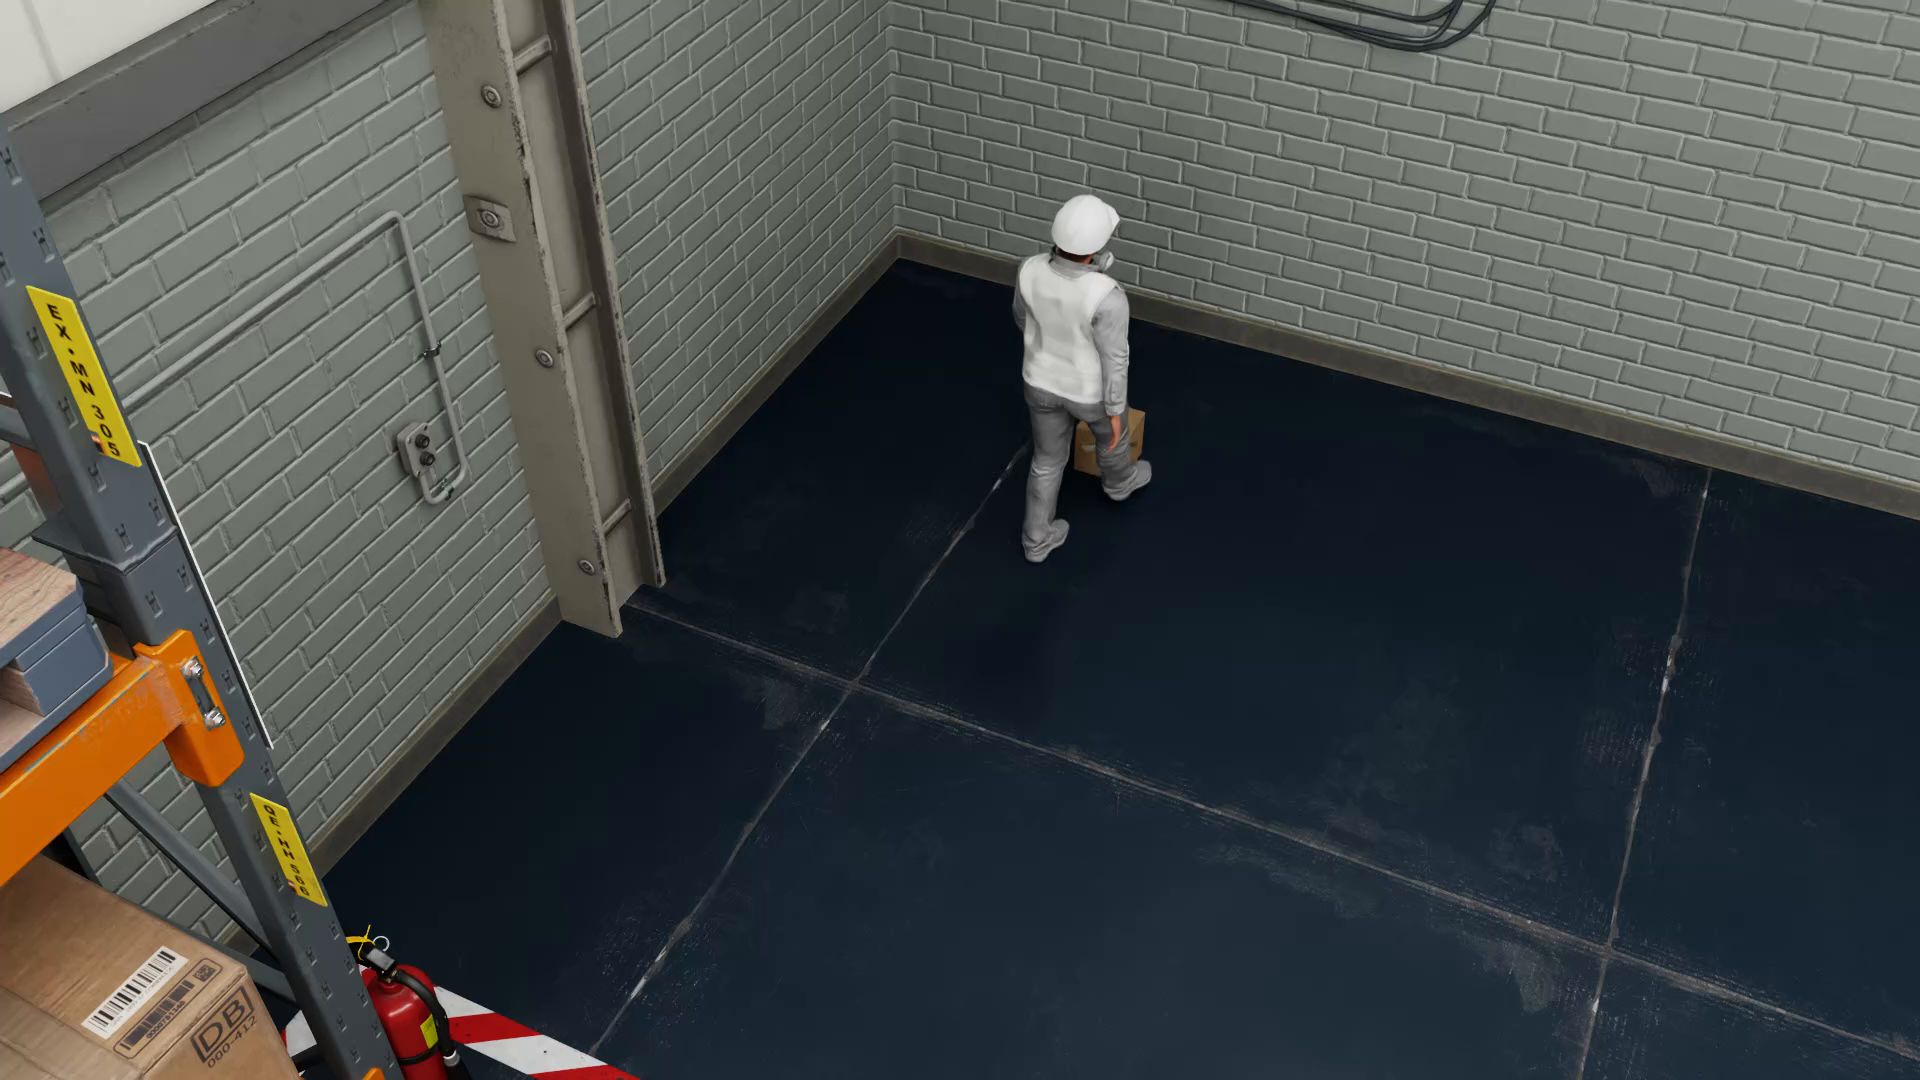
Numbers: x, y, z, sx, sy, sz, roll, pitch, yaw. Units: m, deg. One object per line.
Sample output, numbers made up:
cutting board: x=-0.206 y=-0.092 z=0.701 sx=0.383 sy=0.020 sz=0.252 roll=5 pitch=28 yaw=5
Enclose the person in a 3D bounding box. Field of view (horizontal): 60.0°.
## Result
person: x=0.535 y=-0.767 z=6.999 sx=0.587 sy=1.749 sz=0.849 roll=20 pitch=45 yaw=21
